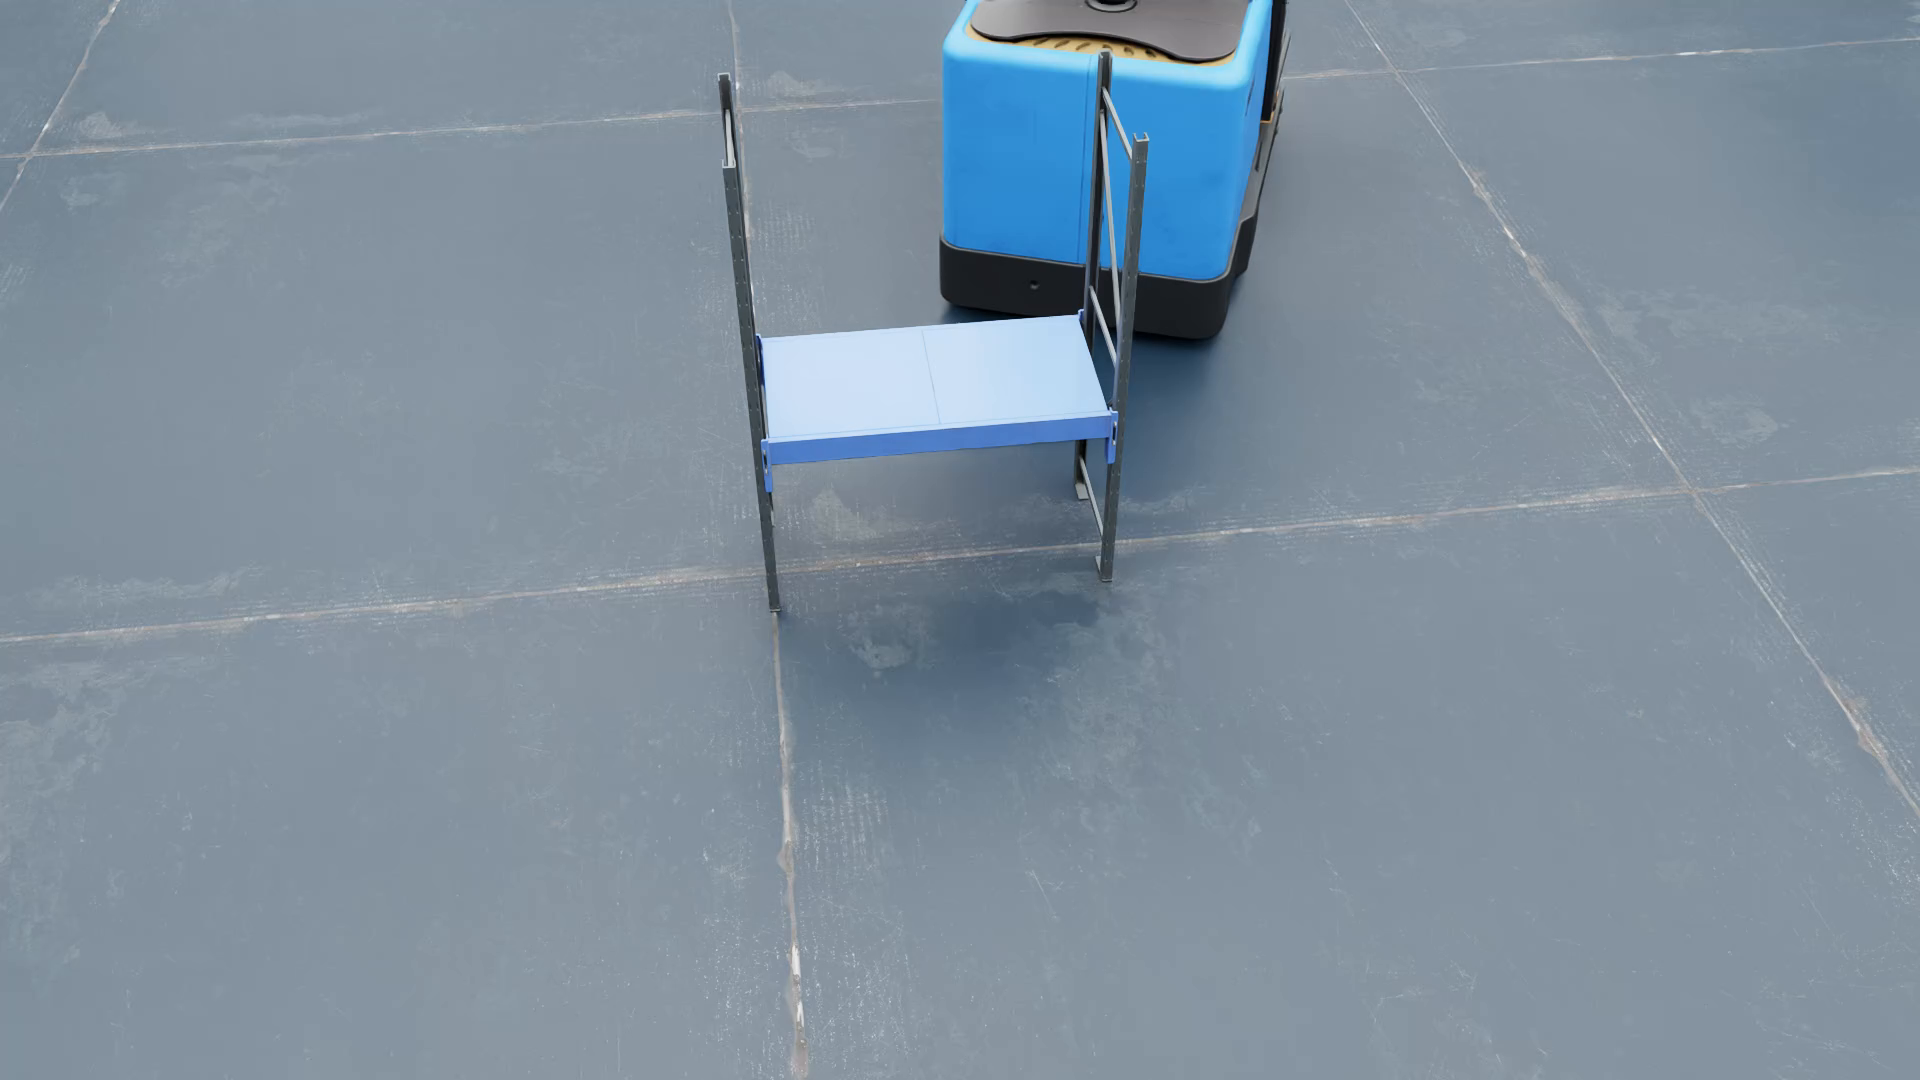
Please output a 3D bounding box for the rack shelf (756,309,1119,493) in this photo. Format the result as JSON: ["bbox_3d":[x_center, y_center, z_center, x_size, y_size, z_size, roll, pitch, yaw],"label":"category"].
[{"bbox_3d":[-0.085,-0.416,4.860,1.000,0.185,0.538,-5,42,-6],"label":"rack shelf"}]

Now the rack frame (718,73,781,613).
[{"bbox_3d":[-0.589,-0.505,4.690,0.032,1.500,0.500,-5,42,-6],"label":"rack frame"}]

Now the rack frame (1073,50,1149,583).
[{"bbox_3d":[0.419,-0.594,4.788,0.032,1.500,0.500,-5,42,-6],"label":"rack frame"}]

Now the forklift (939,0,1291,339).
[{"bbox_3d":[0.784,-2.805,6.172,1.130,2.935,3.031,10,43,11],"label":"forklift"}]

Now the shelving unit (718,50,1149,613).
[{"bbox_3d":[-0.085,-0.549,4.739,1.048,1.500,0.538,-5,42,-6],"label":"shelving unit"}]
